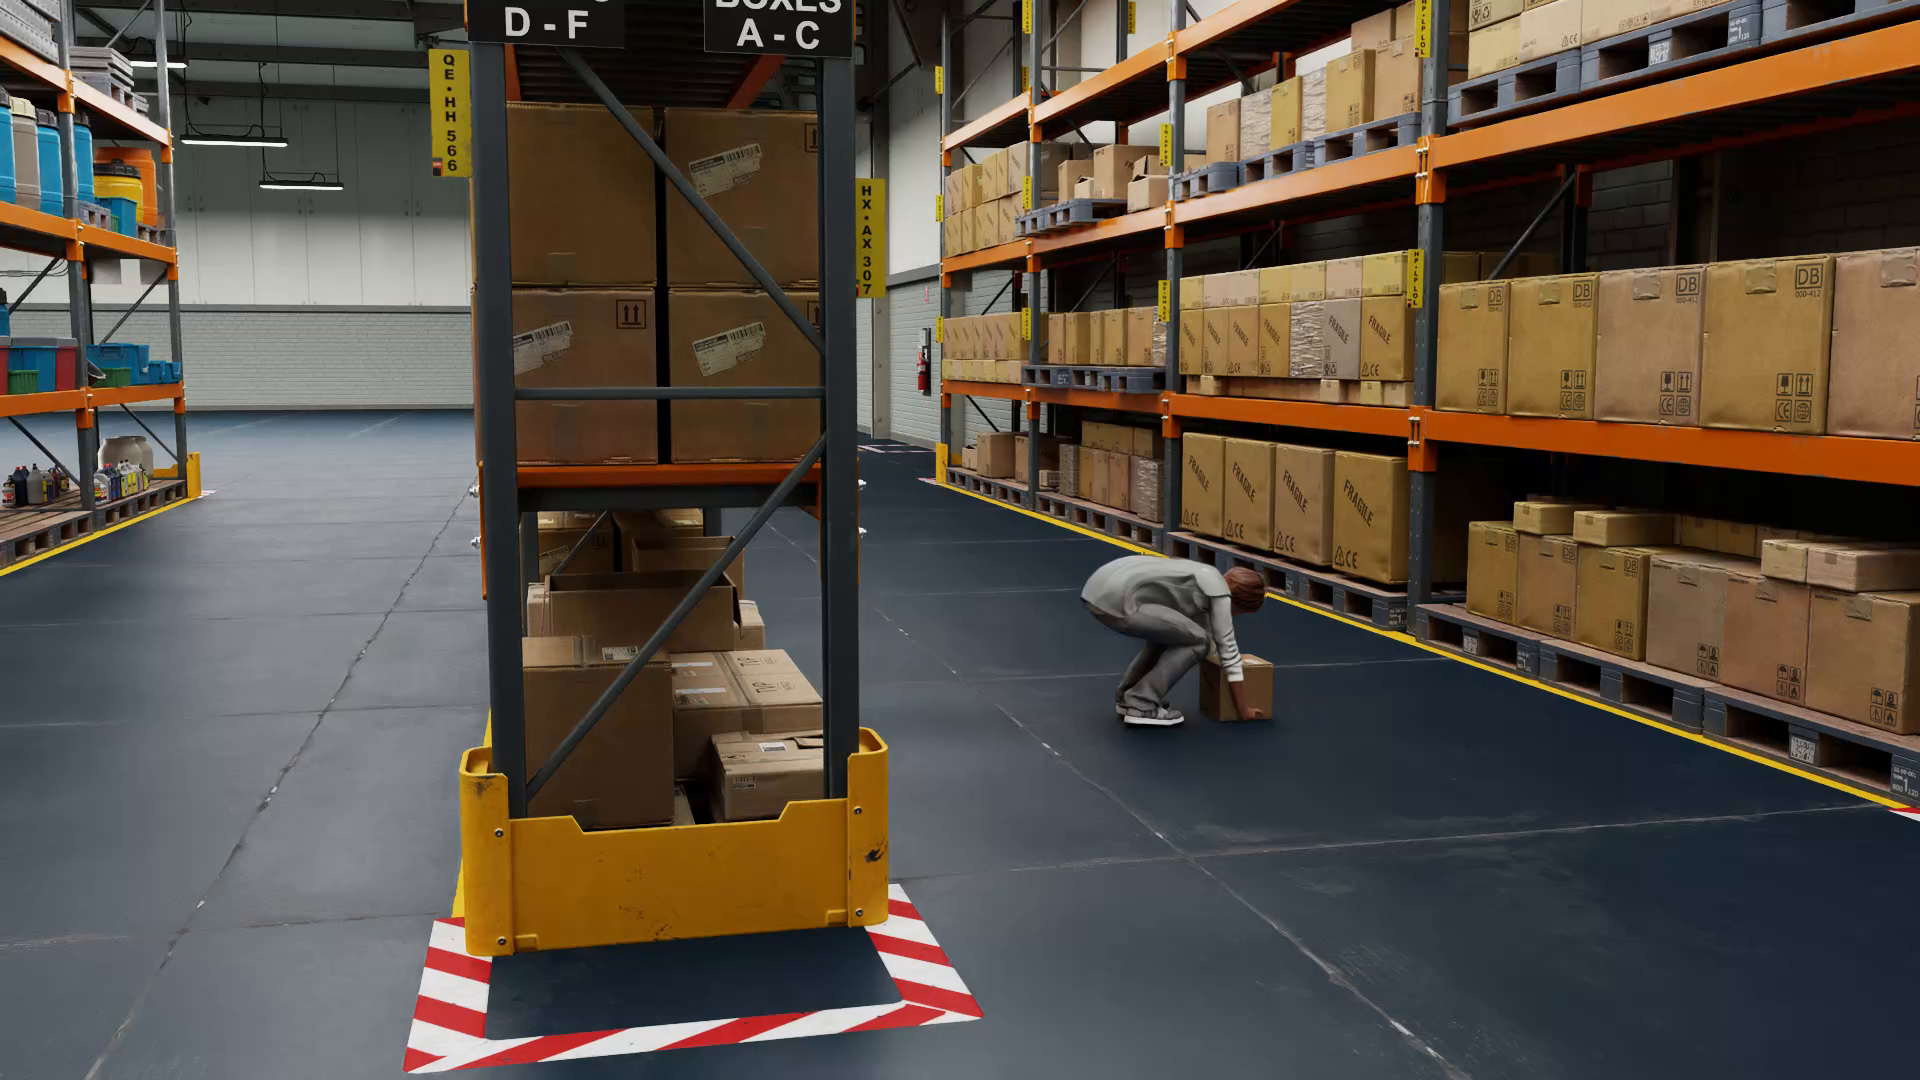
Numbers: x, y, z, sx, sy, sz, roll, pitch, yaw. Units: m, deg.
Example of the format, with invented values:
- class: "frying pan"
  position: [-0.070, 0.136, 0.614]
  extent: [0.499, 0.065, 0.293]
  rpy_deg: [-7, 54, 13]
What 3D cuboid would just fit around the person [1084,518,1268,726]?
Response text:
- class: "person"
  position: [0.969, 0.351, 7.377]
  extent: [0.857, 0.899, 0.415]
  rpy_deg: [-2, 7, -17]
